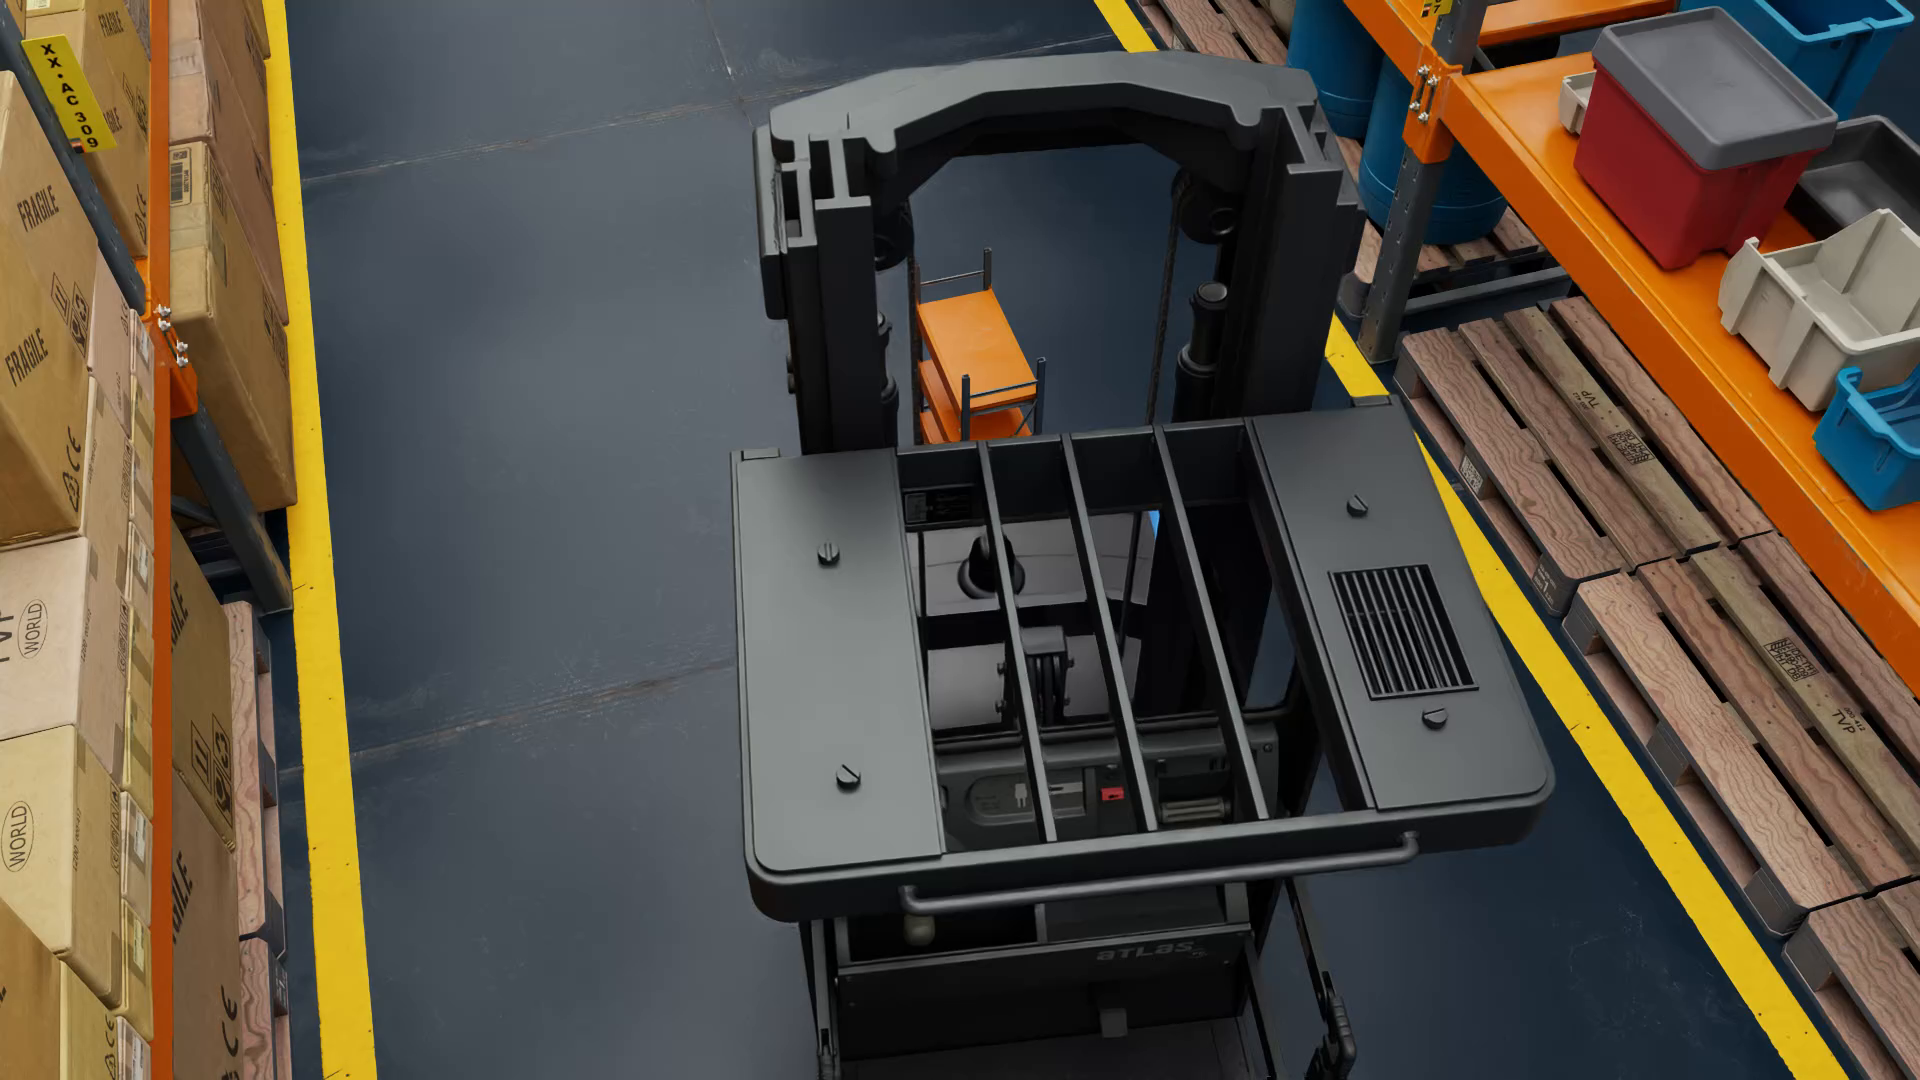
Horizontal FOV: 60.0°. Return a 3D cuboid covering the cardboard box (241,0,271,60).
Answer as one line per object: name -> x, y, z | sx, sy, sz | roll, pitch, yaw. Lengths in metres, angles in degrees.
cardboard box -> -3.717, -2.525, 7.032 | 1.225, 0.875, 0.875 | -15, 52, -13

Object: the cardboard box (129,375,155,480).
cardboard box -> -2.239, -0.244, 4.158 | 0.380, 0.149, 0.250 | -12, 51, -10

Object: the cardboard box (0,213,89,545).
cardboard box -> -2.183, -0.309, 3.462 | 0.500, 0.500, 0.500 | -13, 51, -11

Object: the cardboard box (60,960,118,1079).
cardboard box -> -1.725, 1.055, 2.803 | 0.500, 0.250, 0.500 | -15, 51, -12

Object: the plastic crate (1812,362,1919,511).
plastic crate -> 2.344, -0.268, 4.084 | 0.416, 0.233, 0.300 | -13, 51, -11

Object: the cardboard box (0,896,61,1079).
cardboard box -> -1.726, 0.817, 2.513 | 0.500, 0.500, 0.500 | -15, 51, -12

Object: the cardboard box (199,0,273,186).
cardboard box -> -3.461, -1.872, 6.481 | 1.225, 0.875, 0.875 | -13, 51, -11

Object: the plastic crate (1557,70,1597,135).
plastic crate -> 2.014, -1.344, 5.054 | 0.396, 0.136, 0.243 | -13, 51, -11

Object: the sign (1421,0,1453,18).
sign -> 1.487, -1.748, 5.081 | 0.100, 0.325, 0.005 | -13, 51, -11

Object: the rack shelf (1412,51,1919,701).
rack shelf -> 2.605, -0.089, 4.334 | 1.077, 0.370, 4.000 | -13, 51, -11

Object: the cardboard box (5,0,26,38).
cardboard box -> -2.915, -1.482, 4.316 | 0.797, 0.503, 0.637 | -15, 51, -12

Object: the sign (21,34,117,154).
sign -> -2.189, -1.093, 4.091 | 0.100, 0.325, 0.005 | -13, 51, -11

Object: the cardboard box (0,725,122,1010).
cardboard box -> -1.884, 0.675, 3.123 | 0.500, 0.250, 0.500 | -14, 51, -12

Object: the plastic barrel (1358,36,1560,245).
plastic barrel -> 1.869, -1.642, 6.270 | 0.600, 0.901, 0.708 | -13, 51, -11

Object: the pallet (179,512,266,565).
pallet -> -3.018, -0.310, 5.873 | 1.003, 0.211, 1.213 | -13, 51, -11

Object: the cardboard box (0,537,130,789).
cardboard box -> -2.031, 0.304, 3.435 | 0.500, 0.250, 0.500 | -12, 51, -10

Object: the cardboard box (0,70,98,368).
cardboard box -> -2.327, -0.676, 3.771 | 0.500, 0.500, 0.500 | -12, 51, -10

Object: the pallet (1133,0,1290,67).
pallet -> 1.460, -2.349, 7.592 | 1.003, 0.211, 1.213 | -13, 51, -11

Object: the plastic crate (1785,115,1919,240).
plastic crate -> 2.601, -0.956, 4.734 | 0.437, 0.125, 0.590 | -13, 51, -11

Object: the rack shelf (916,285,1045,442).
rack shelf -> 0.049, -0.519, 4.889 | 0.258, 0.148, 0.480 | -13, 51, -11

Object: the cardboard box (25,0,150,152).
cardboard box -> -2.765, -1.453, 4.948 | 0.500, 0.500, 0.500 | -13, 51, -11

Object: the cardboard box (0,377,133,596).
cardboard box -> -2.182, -0.069, 3.750 | 0.500, 0.250, 0.500 | -12, 51, -10

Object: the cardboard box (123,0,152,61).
cardboard box -> -2.913, -1.819, 5.256 | 0.500, 0.500, 0.500 | -14, 51, -12

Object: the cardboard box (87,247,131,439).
cardboard box -> -2.337, -0.446, 4.068 | 0.500, 0.250, 0.500 | -14, 51, -12

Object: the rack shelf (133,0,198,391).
rack shelf -> -3.310, -1.891, 5.853 | 1.077, 0.370, 4.000 | -13, 51, -11

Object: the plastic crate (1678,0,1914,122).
plastic crate -> 2.477, -1.532, 5.051 | 0.392, 0.384, 0.575 | -13, 51, -11

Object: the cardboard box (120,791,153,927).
cardboard box -> -1.861, 0.692, 3.369 | 0.380, 0.149, 0.250 | -13, 51, -10

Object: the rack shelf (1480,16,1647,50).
rack shelf -> 1.422, -3.057, 6.742 | 0.831, 0.071, 3.687 | -13, 51, -11

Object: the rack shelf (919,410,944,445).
rack shelf -> 0.049, -0.222, 5.241 | 0.258, 0.148, 0.480 | -13, 51, -11

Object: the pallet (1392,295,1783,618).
pallet -> 2.268, -0.355, 5.911 | 1.003, 0.211, 1.213 | -13, 51, -11

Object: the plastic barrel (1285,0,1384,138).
plastic barrel -> 1.659, -2.159, 6.706 | 0.600, 0.901, 0.708 | -13, 51, -11

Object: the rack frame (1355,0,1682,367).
rack frame -> 2.013, -1.782, 5.290 | 1.000, 3.000, 0.127 | -13, 51, -11

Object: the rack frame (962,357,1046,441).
rack frame -> 0.121, -0.088, 5.039 | 0.240, 1.200, 0.015 | -13, 51, -11

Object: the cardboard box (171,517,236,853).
cardboard box -> -2.600, 0.388, 4.576 | 0.875, 0.875, 0.875 | -13, 51, -11

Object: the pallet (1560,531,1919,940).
pallet -> 2.632, 0.538, 5.158 | 1.003, 0.211, 1.213 | -13, 51, -11

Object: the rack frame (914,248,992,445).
rack frame -> -0.023, -0.444, 5.340 | 0.240, 1.200, 0.015 | -13, 51, -11

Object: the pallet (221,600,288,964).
pallet -> -2.568, 0.810, 4.929 | 1.003, 0.211, 1.213 | -13, 51, -11

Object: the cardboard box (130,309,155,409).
cardboard box -> -2.315, -0.432, 4.317 | 0.380, 0.149, 0.250 | -13, 51, -11

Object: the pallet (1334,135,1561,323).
pallet -> 1.825, -1.456, 6.839 | 1.003, 0.211, 1.213 | -13, 51, -11

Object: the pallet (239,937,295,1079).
pallet -> -2.204, 1.703, 4.177 | 1.003, 0.211, 1.213 | -13, 51, -11

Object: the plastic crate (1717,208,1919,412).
plastic crate -> 2.289, -0.606, 4.337 | 0.437, 0.282, 0.530 | -13, 51, -11

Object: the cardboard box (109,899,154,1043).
cardboard box -> -1.781, 0.884, 3.207 | 0.380, 0.149, 0.250 | -14, 51, -12

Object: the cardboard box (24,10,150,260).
cardboard box -> -2.615, -1.087, 4.639 | 0.500, 0.500, 0.500 | -13, 51, -11

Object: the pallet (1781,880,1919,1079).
pallet -> 2.989, 1.427, 4.409 | 1.003, 0.211, 1.213 | -13, 51, -11

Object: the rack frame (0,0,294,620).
rack frame -> -2.718, -0.662, 4.346 | 1.000, 3.000, 0.127 | -13, 51, -11

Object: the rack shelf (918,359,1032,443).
rack shelf -> 0.049, -0.367, 5.070 | 0.258, 0.148, 0.480 | -13, 51, -11

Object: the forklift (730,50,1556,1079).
forklift -> 0.211, 0.705, 3.238 | 1.130, 2.935, 3.031 | -5, 50, -4

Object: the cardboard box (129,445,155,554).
cardboard box -> -2.163, -0.057, 4.000 | 0.380, 0.149, 0.250 | -14, 51, -12

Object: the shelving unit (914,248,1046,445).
shelving unit -> 0.049, -0.266, 5.189 | 0.258, 1.200, 0.503 | -13, 51, -11

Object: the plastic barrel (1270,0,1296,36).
plastic barrel -> 1.578, -2.466, 7.220 | 0.421, 0.512, 0.421 | 0, 50, 0

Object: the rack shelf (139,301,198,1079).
rack shelf -> -2.127, 1.031, 3.390 | 1.077, 0.370, 4.000 | -13, 51, -11

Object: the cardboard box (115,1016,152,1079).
cardboard box -> -1.708, 1.068, 3.052 | 0.380, 0.149, 0.250 | -14, 51, -11

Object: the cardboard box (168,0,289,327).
cardboard box -> -3.192, -1.228, 5.938 | 1.225, 0.875, 0.875 | -15, 51, -12

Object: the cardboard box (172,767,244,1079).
cardboard box -> -2.333, 1.045, 4.022 | 0.875, 0.875, 0.875 | -13, 51, -11

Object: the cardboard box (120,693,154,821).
cardboard box -> -1.935, 0.506, 3.526 | 0.380, 0.149, 0.250 | -14, 51, -12
